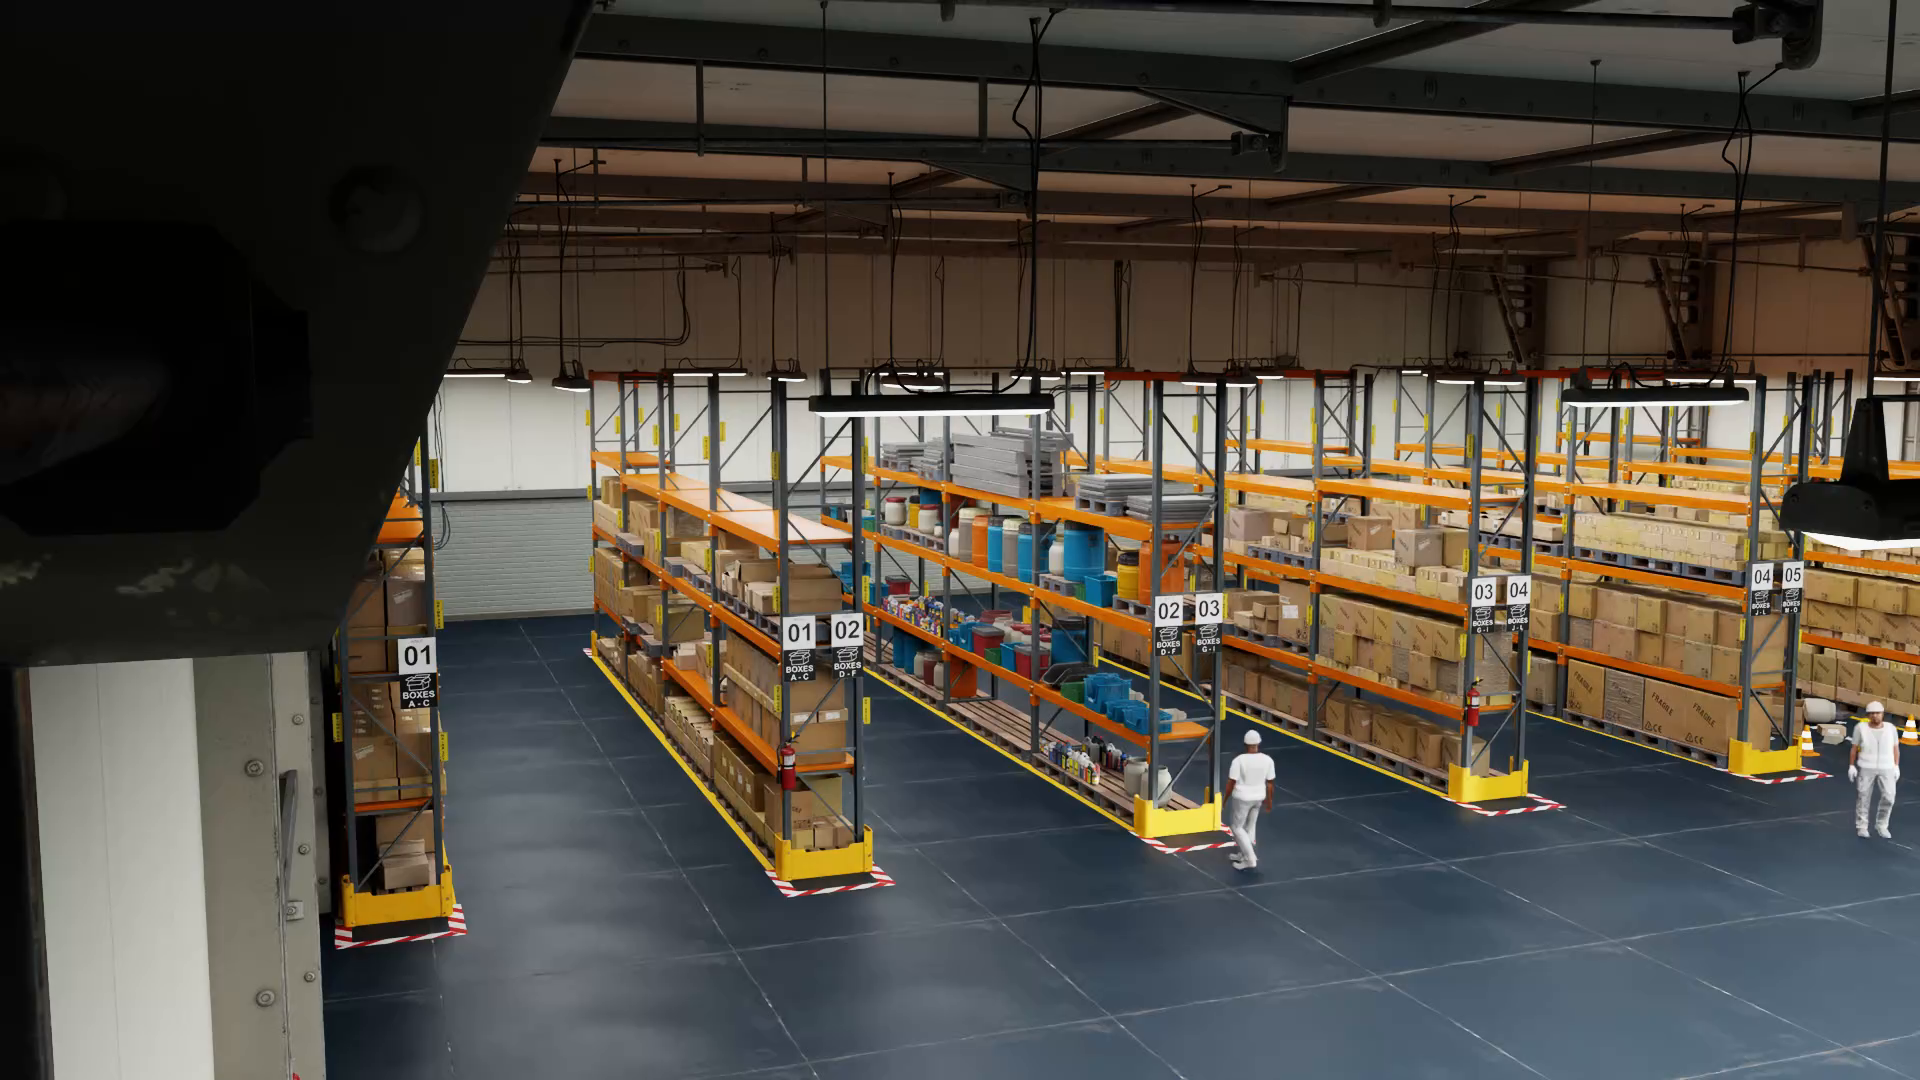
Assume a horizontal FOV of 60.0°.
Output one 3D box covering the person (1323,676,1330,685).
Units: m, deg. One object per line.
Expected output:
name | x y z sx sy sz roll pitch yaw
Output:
person | 6.889 1.904 31.935 0.578 1.799 0.418 4 8 34

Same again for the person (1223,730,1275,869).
person | 3.522 3.176 20.509 0.578 1.750 0.689 -3 7 -25

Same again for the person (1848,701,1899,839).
person | 11.991 3.006 21.817 0.610 1.795 0.385 2 7 19
